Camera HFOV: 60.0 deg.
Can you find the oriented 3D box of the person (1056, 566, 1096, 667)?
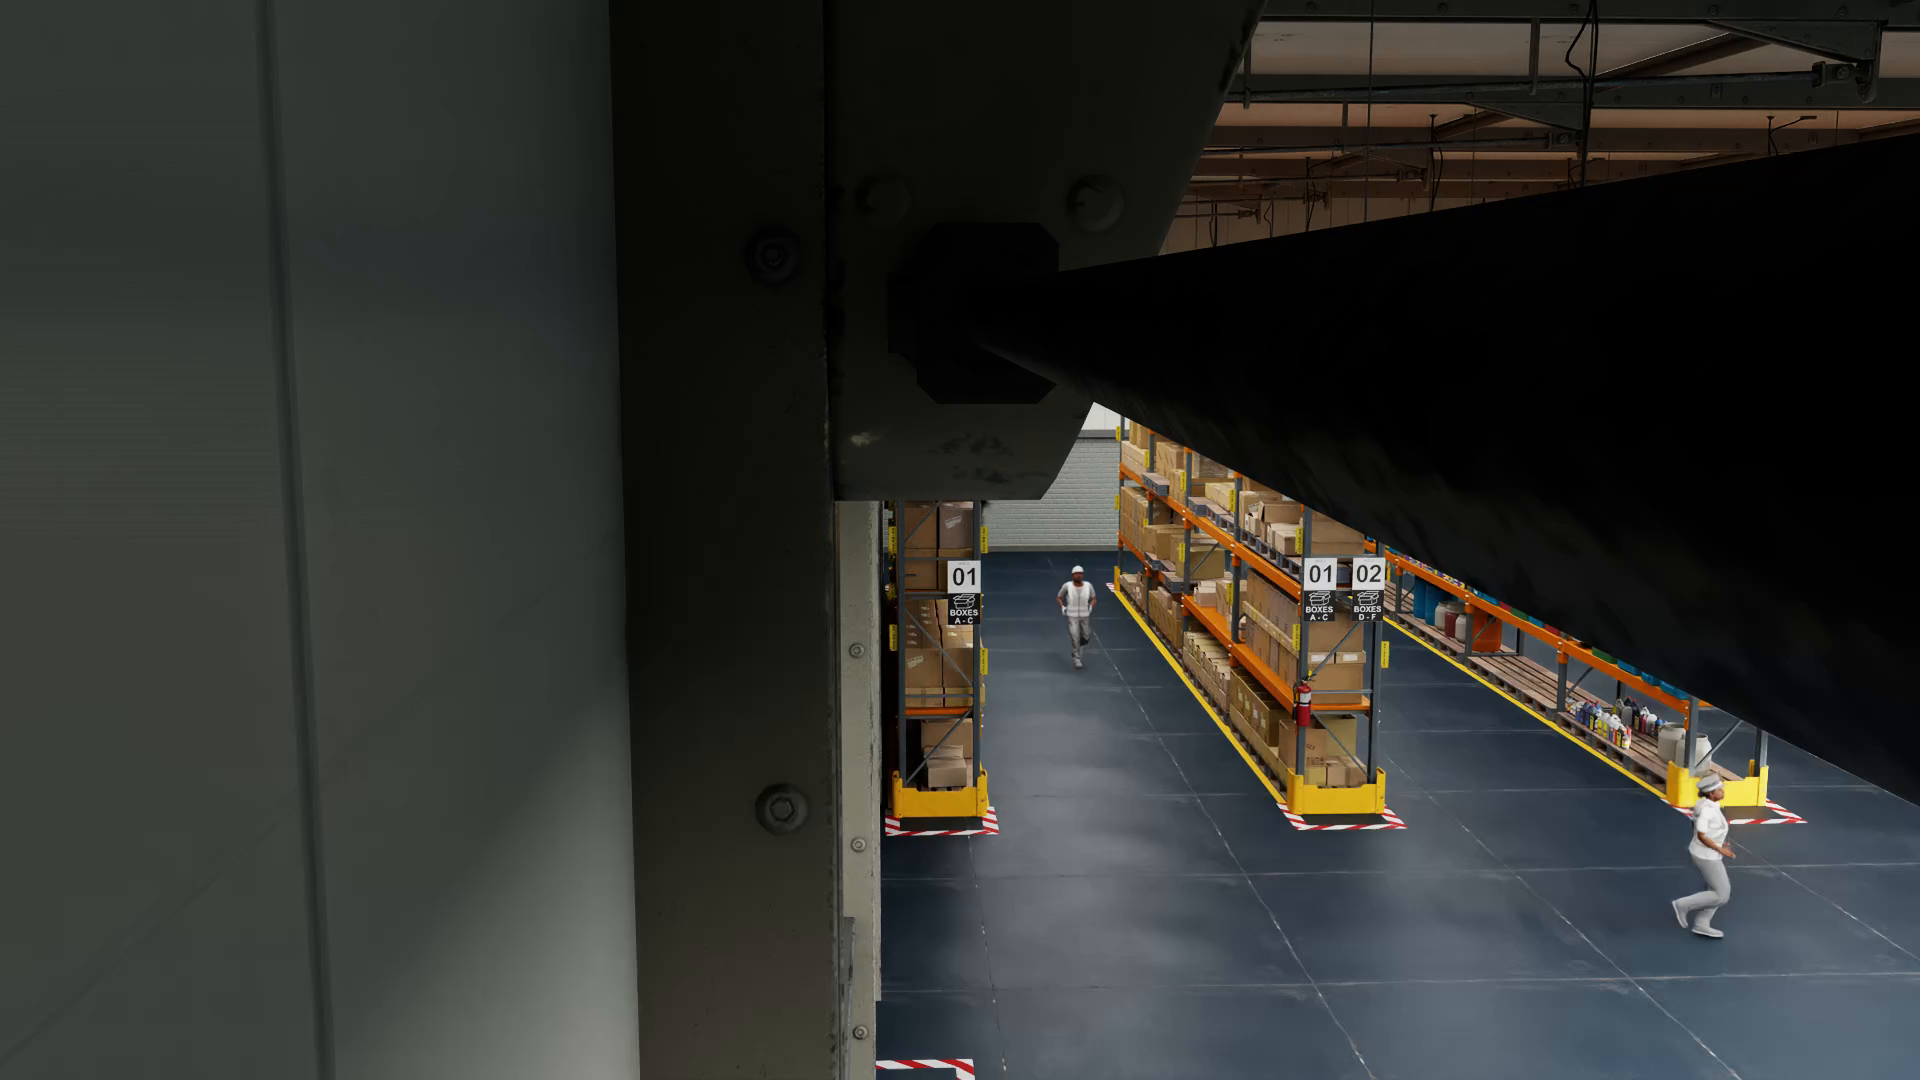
[{"bbox_3d":[2.033,1.316,28.929,0.689,1.740,0.747,-1,8,-7],"label":"person"}]

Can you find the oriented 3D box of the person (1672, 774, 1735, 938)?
[{"bbox_3d":[7.426,3.140,16.609,0.549,1.650,0.564,2,9,17],"label":"person"}]
